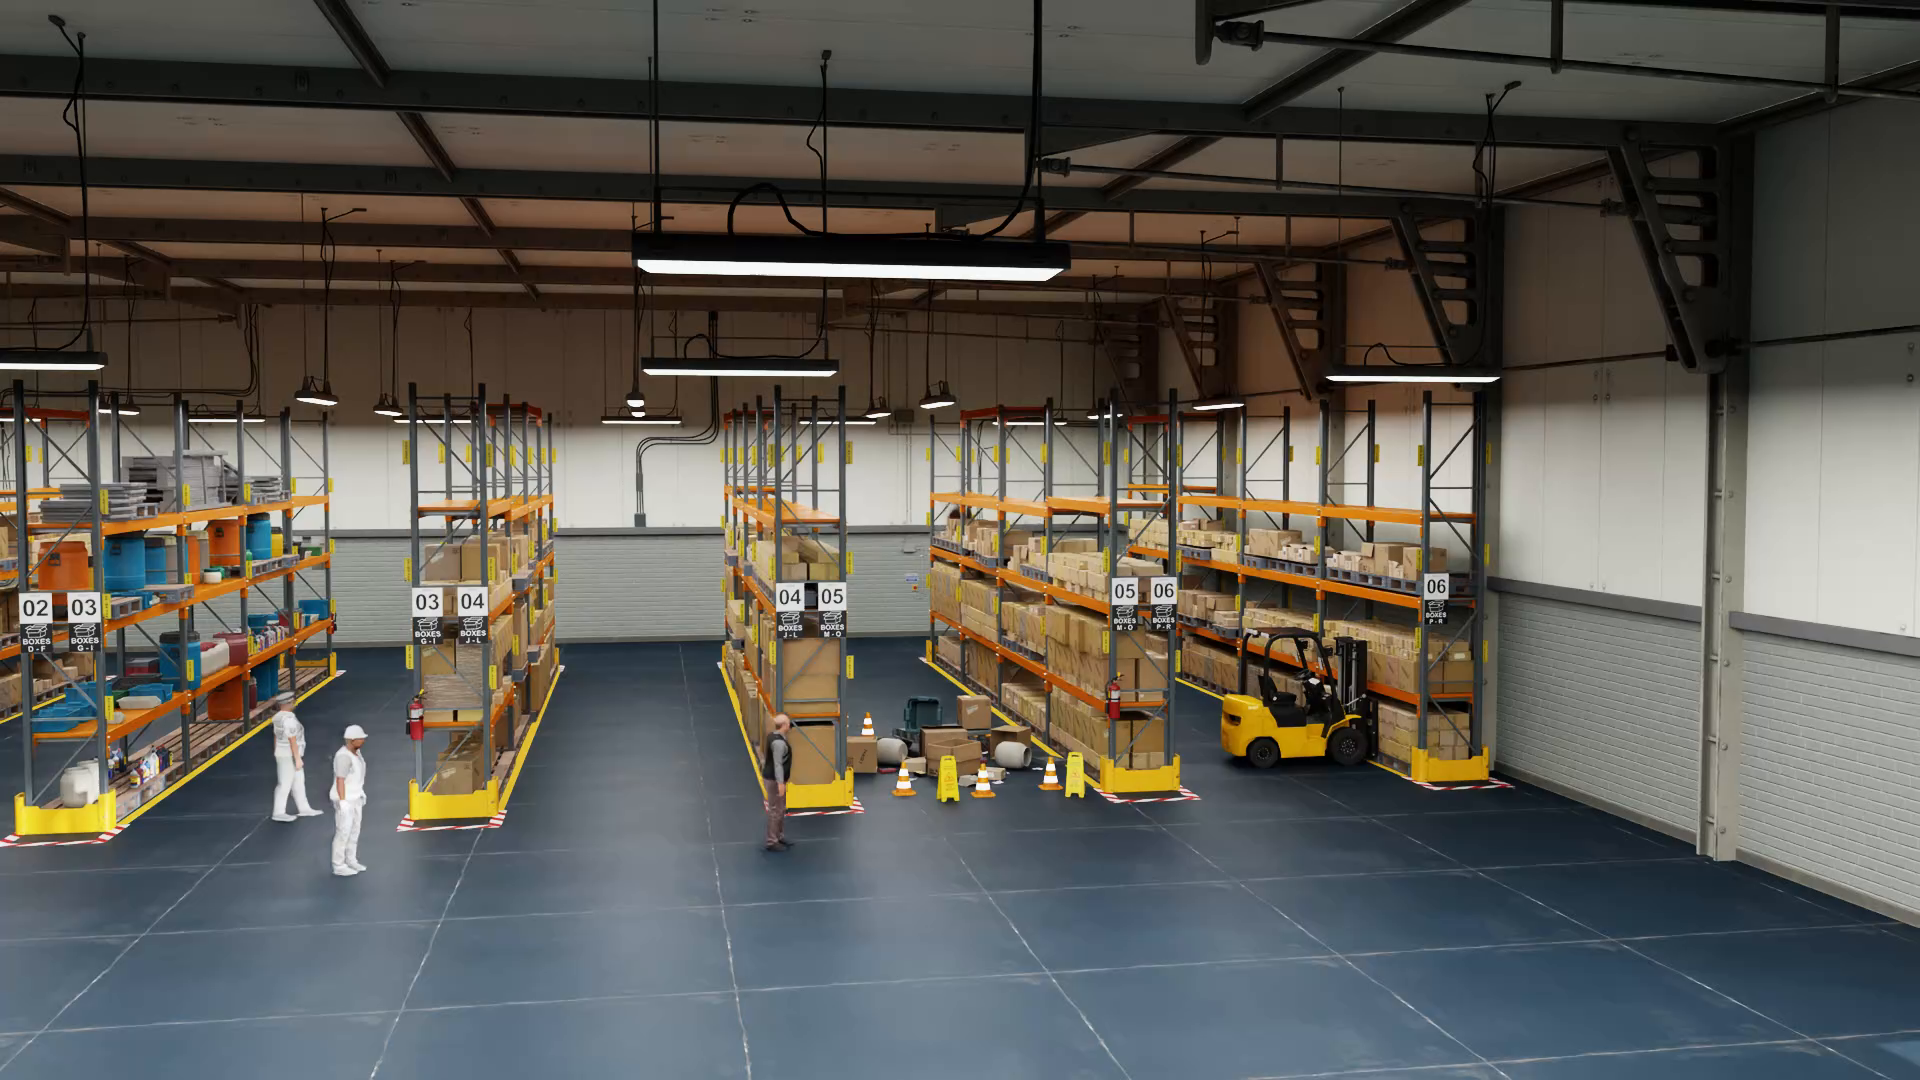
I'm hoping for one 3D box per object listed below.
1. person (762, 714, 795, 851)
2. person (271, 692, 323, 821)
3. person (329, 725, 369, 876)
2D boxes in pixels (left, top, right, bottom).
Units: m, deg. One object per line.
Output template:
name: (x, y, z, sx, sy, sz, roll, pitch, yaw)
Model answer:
person: (-2.308, 3.074, 21.142, 0.421, 1.726, 0.563, 0, 3, -9)
person: (-9.118, 2.965, 22.840, 0.661, 1.756, 0.531, -1, 3, -21)
person: (-7.307, 3.104, 19.923, 0.450, 1.789, 0.587, 0, 3, -1)
